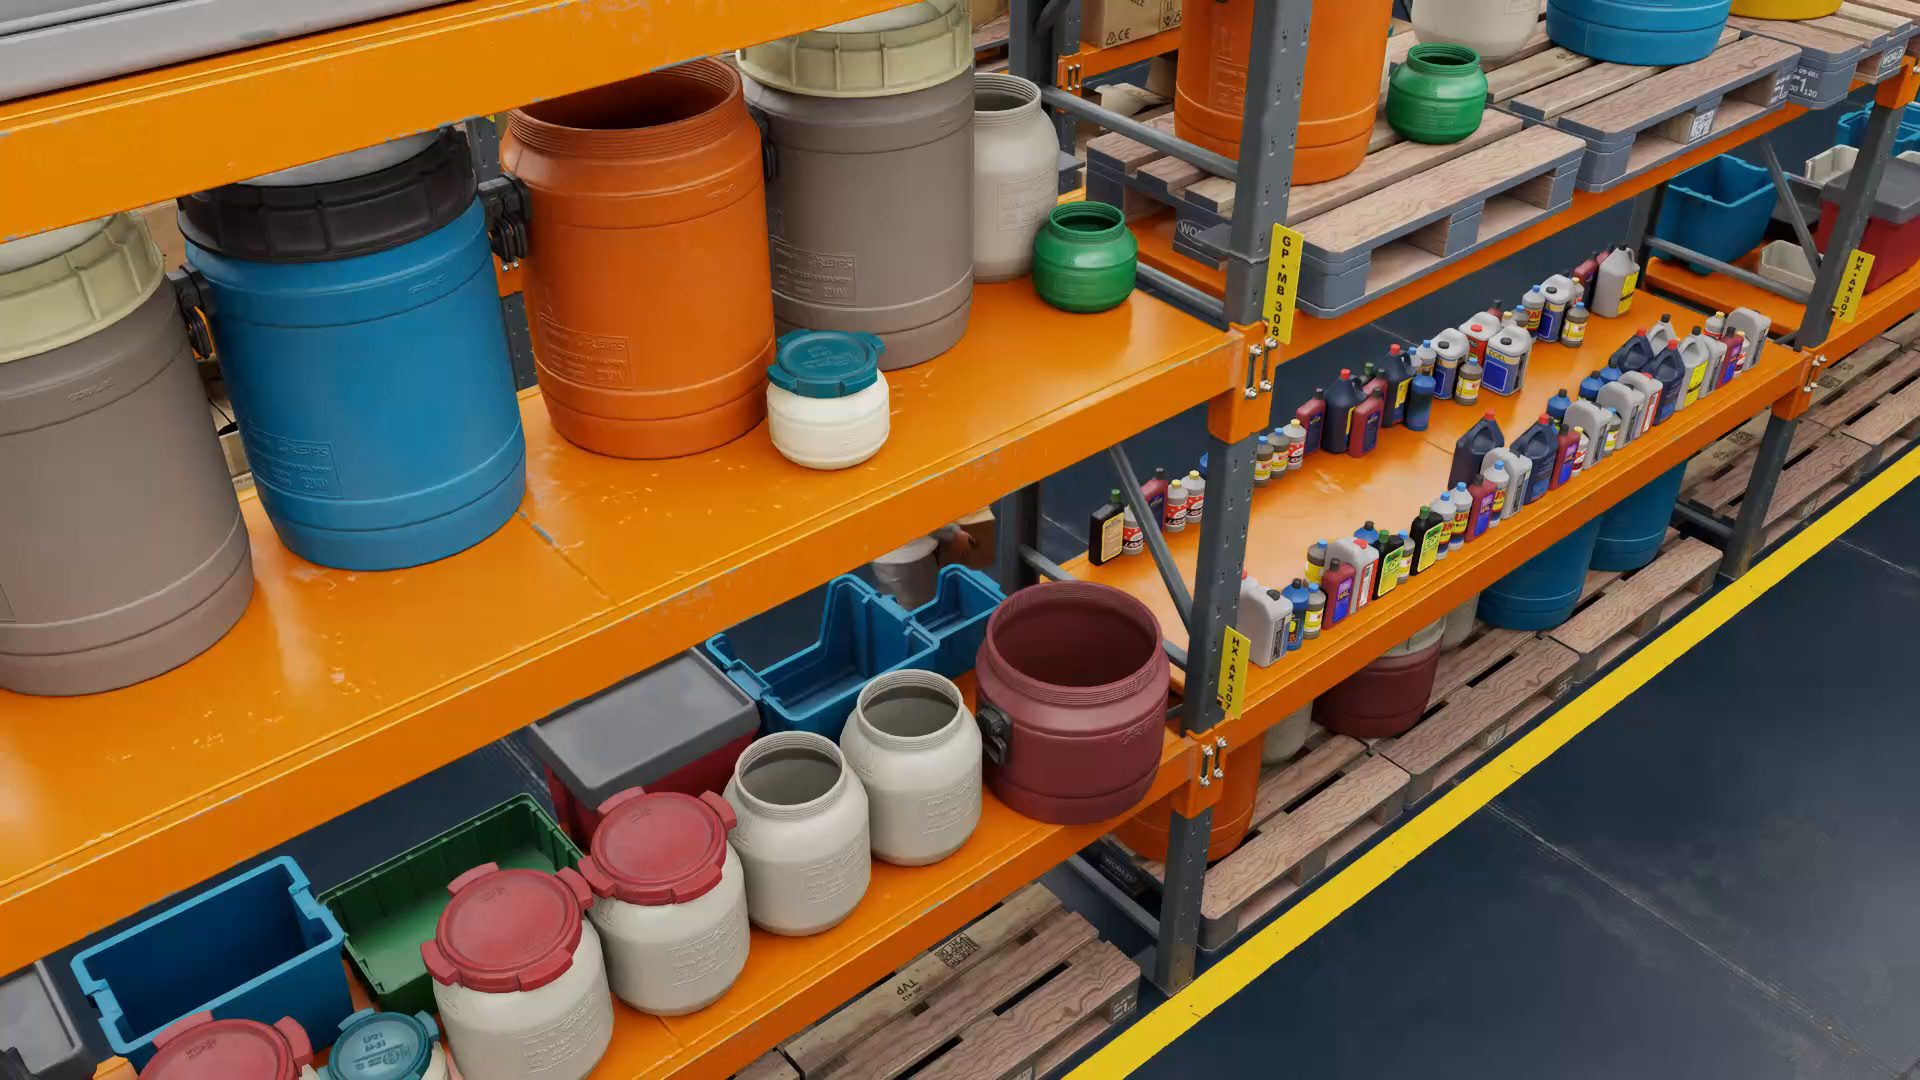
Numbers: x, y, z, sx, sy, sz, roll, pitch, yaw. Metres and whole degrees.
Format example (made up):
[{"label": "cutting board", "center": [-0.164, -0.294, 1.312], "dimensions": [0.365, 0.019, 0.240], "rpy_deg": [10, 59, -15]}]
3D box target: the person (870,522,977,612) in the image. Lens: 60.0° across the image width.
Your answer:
[{"label": "person", "center": [-0.216, -0.022, 7.085], "dimensions": [0.494, 1.774, 0.545], "rpy_deg": [-12, 37, -17]}]
